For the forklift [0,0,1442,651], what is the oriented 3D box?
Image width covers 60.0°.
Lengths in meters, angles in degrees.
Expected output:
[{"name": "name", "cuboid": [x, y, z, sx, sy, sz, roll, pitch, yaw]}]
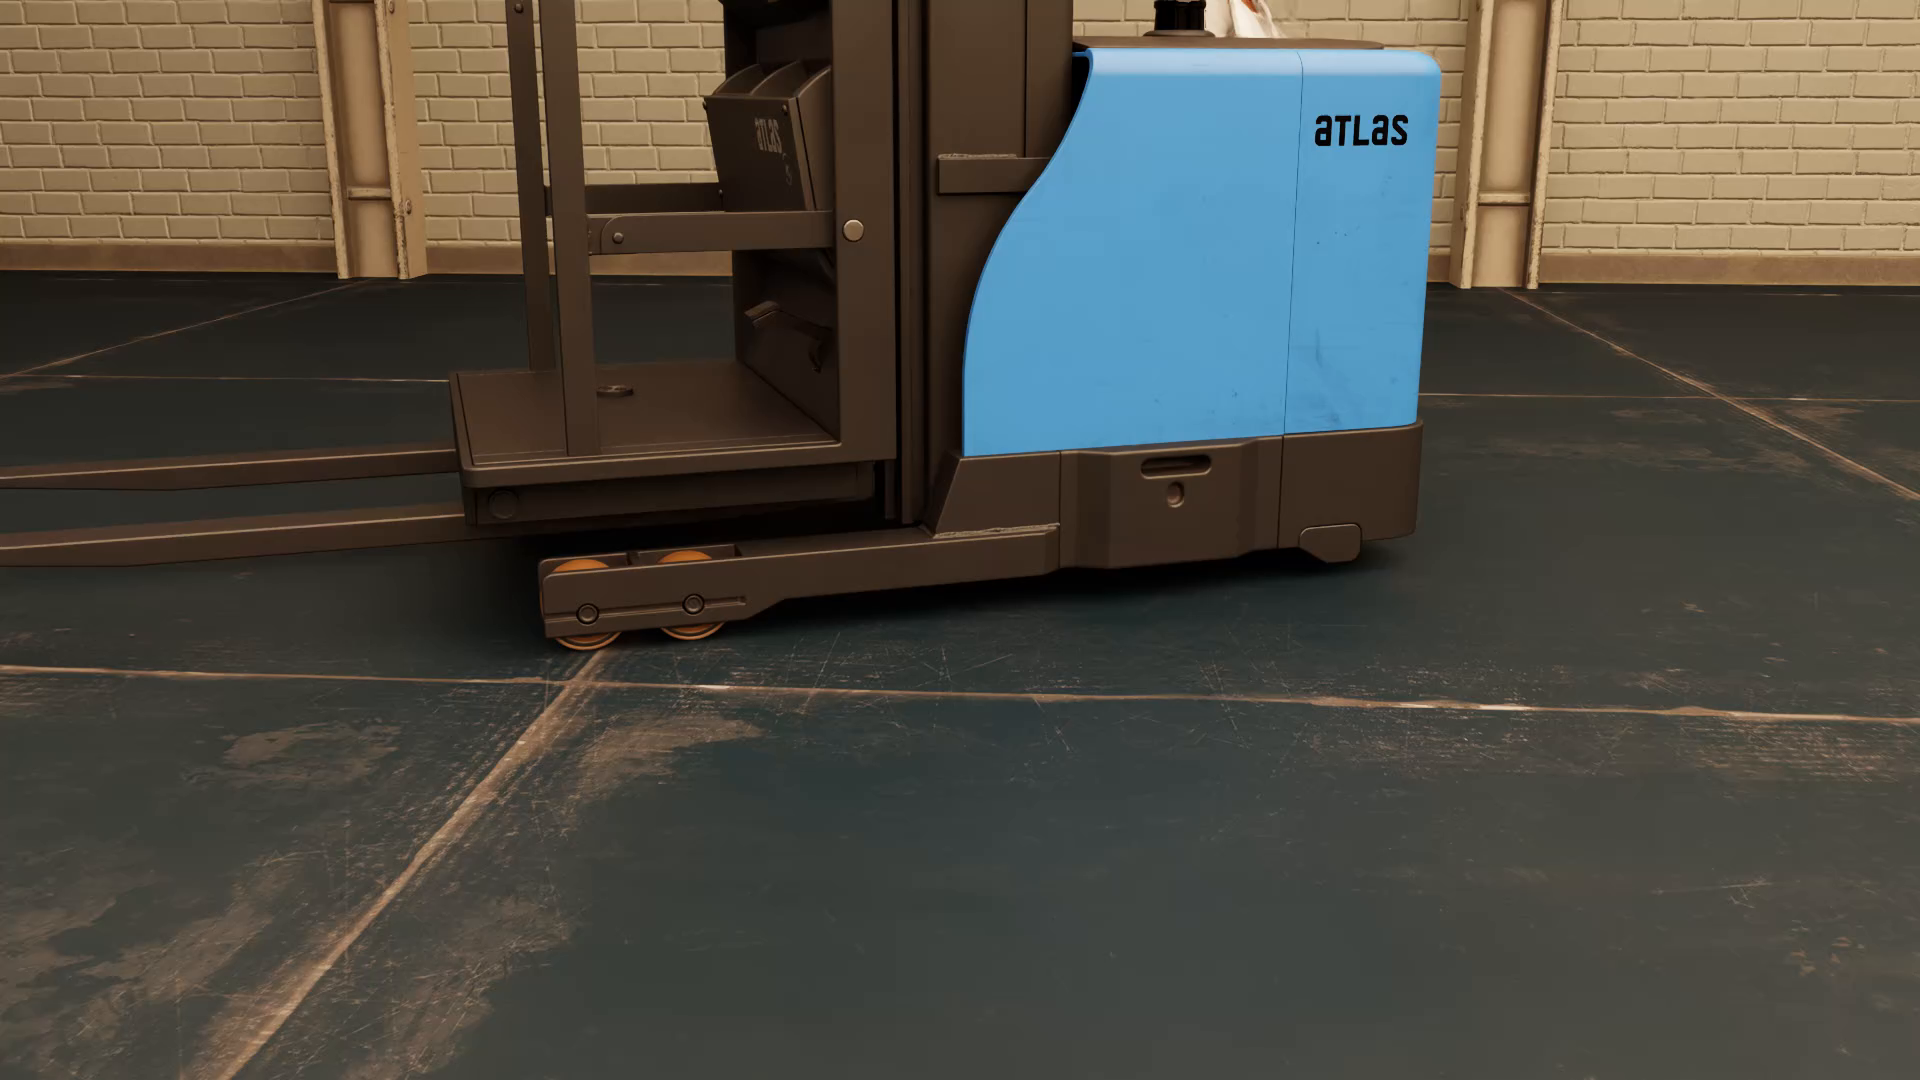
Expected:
[{"name": "forklift", "cuboid": [-0.580, -1.366, 3.251, 3.031, 2.935, 1.130, -5, 16, -17]}]

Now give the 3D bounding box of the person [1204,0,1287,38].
[{"name": "person", "cuboid": [1.032, -1.256, 5.438, 1.020, 1.586, 1.140, 8, 17, 26]}]
